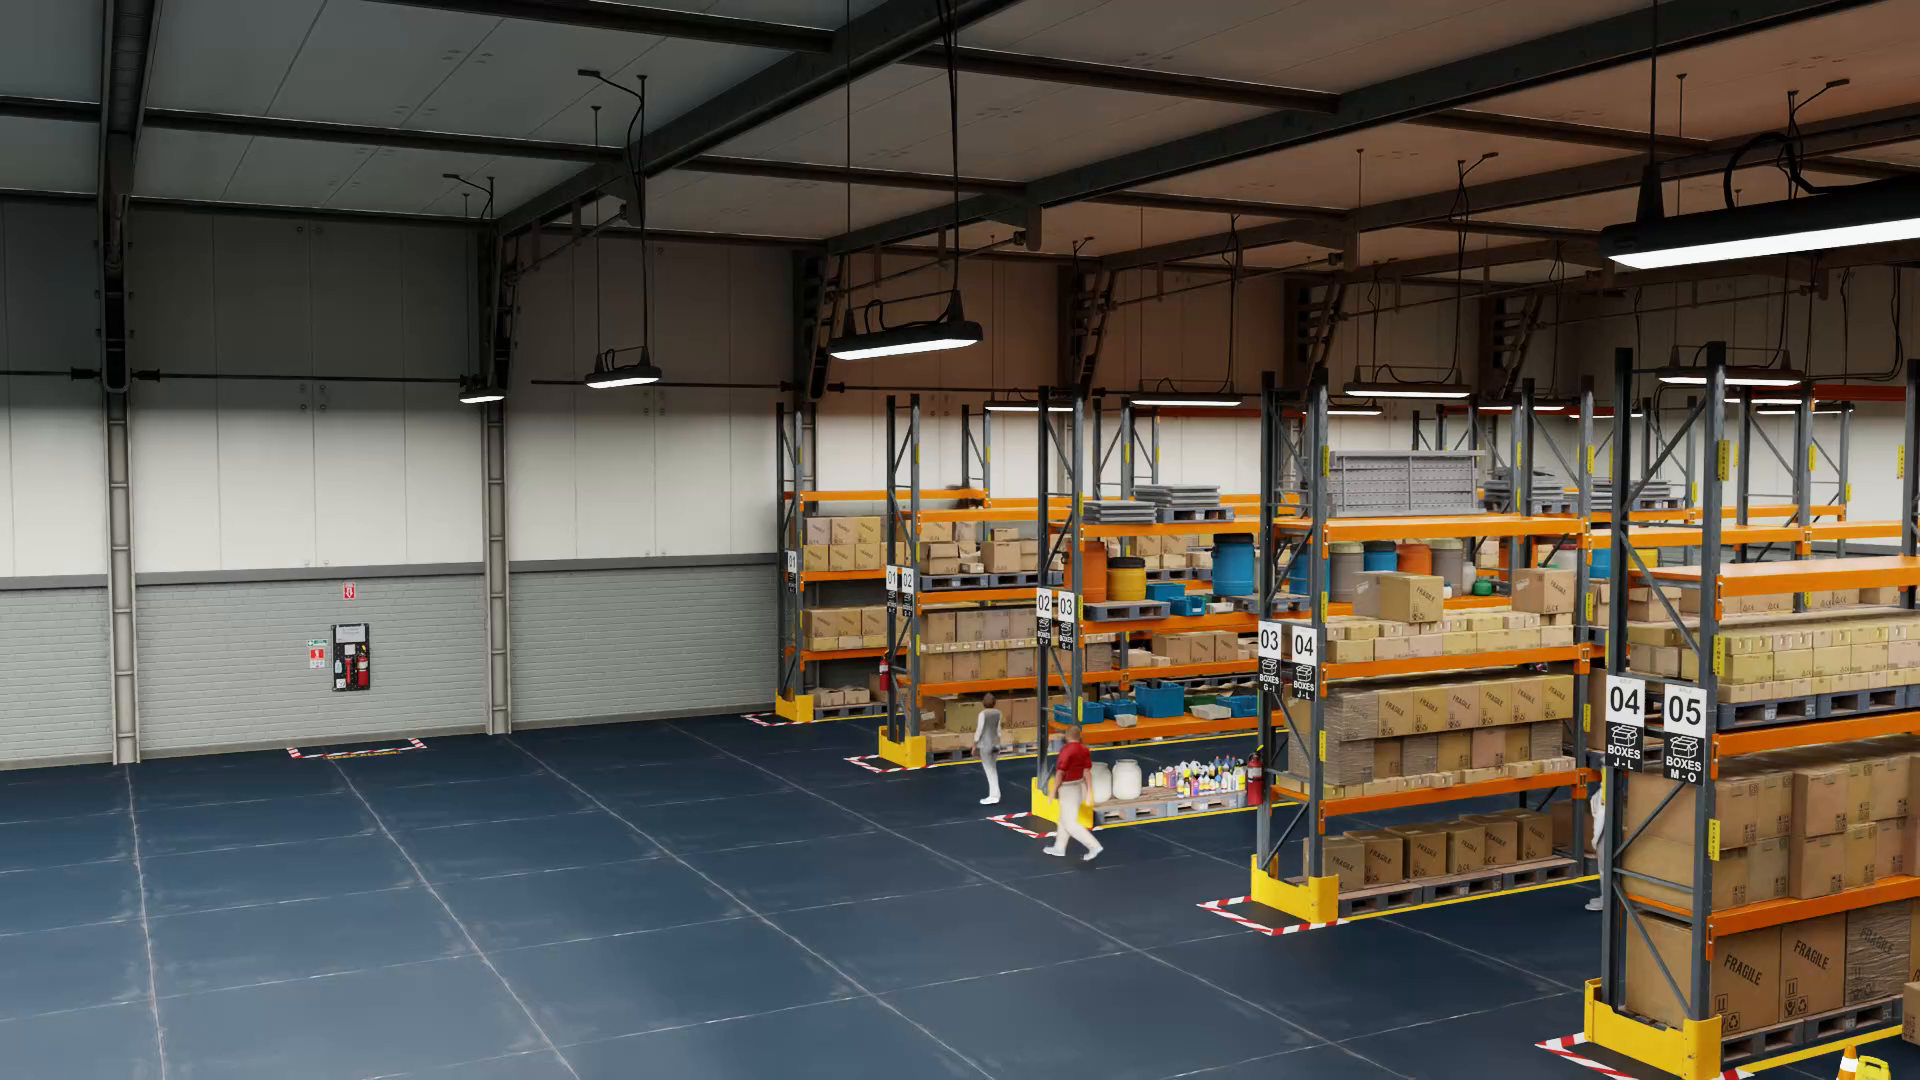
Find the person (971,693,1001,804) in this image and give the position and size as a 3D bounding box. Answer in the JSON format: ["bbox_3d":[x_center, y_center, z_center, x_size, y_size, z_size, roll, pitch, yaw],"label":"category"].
[{"bbox_3d":[0.415,3.013,24.009,0.386,1.619,0.484,3,4,40],"label":"person"}]

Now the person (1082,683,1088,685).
[{"bbox_3d":[2.226,2.625,30.881,0.928,1.585,0.551,-1,3,-22],"label":"person"}]

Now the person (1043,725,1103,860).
[{"bbox_3d":[1.383,3.139,20.666,0.940,1.694,0.513,2,4,32],"label":"person"}]

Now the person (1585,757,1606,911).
[{"bbox_3d":[7.215,3.270,18.597,0.382,1.696,0.471,1,3,22],"label":"person"}]
